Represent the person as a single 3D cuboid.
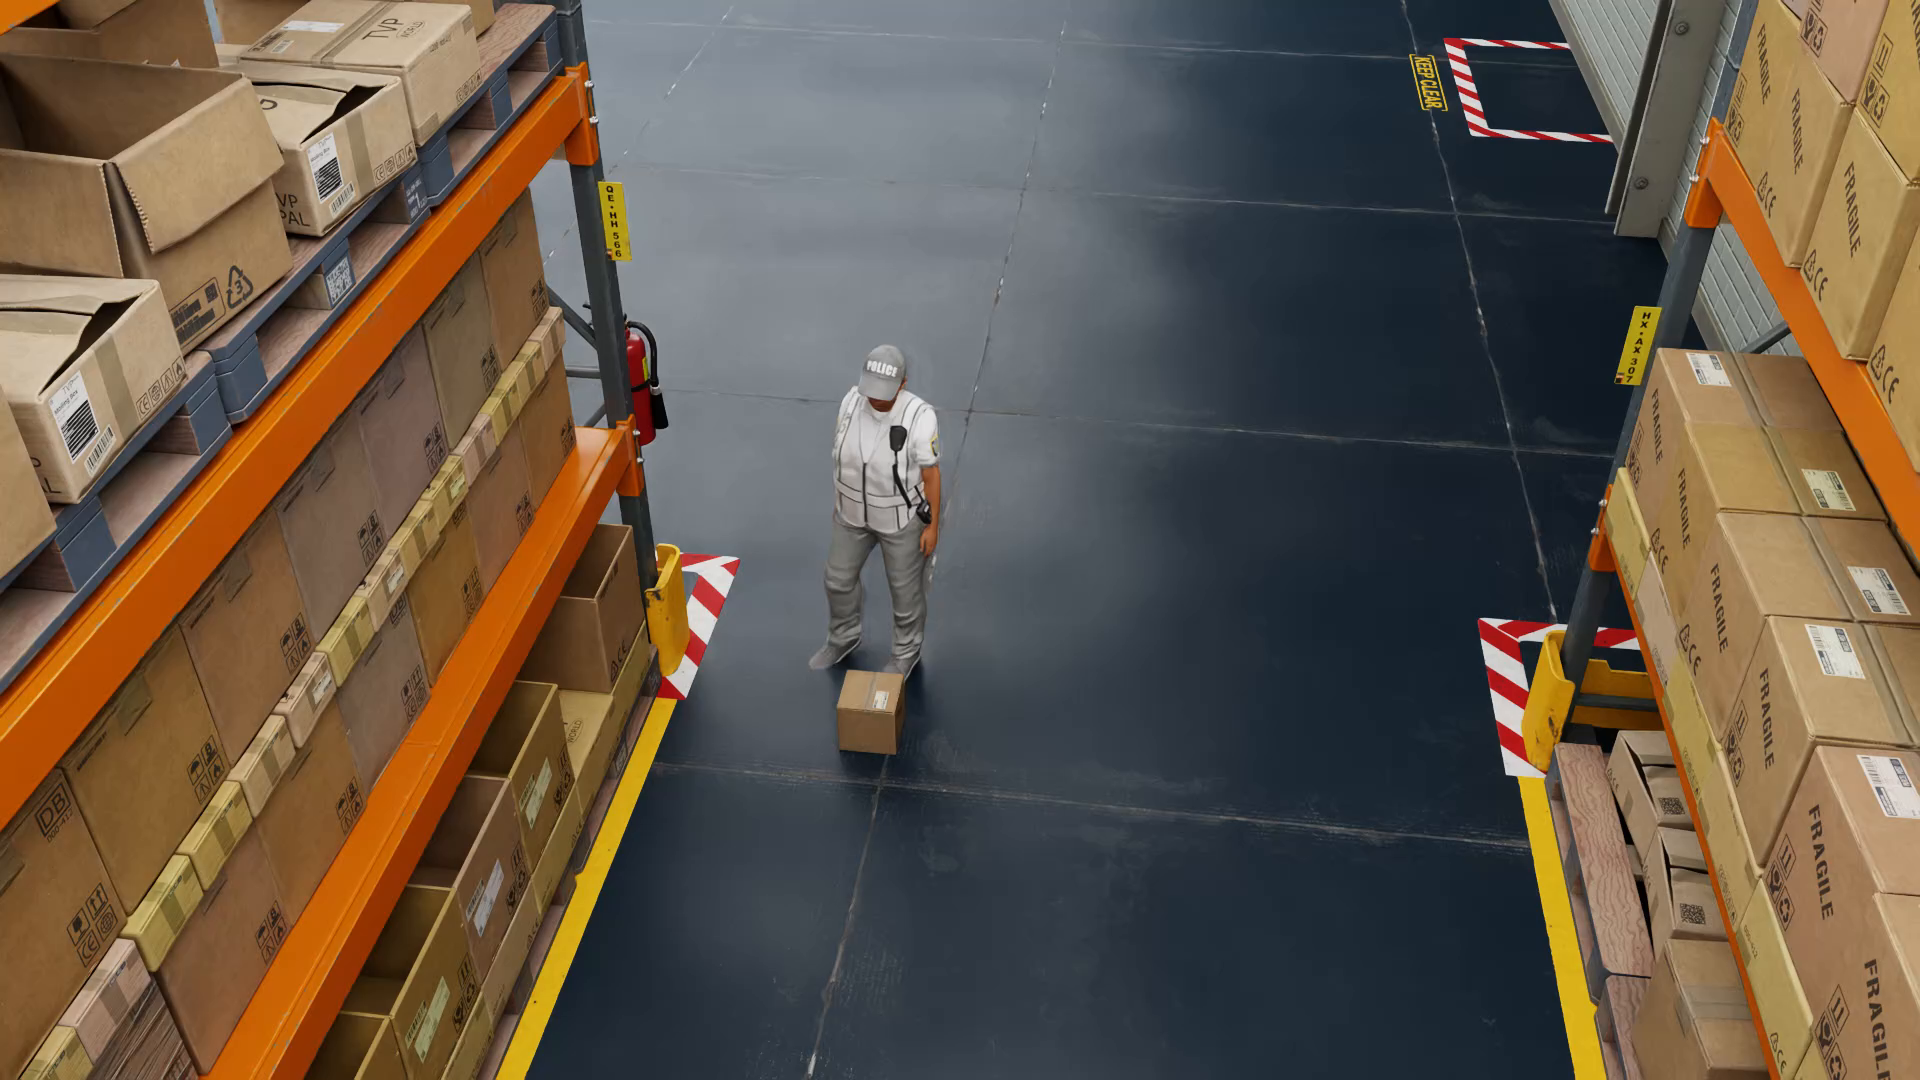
[{"bbox_3d":[-0.397,-0.088,7.166,0.616,1.691,0.470,13,38,17],"label":"person"}]
